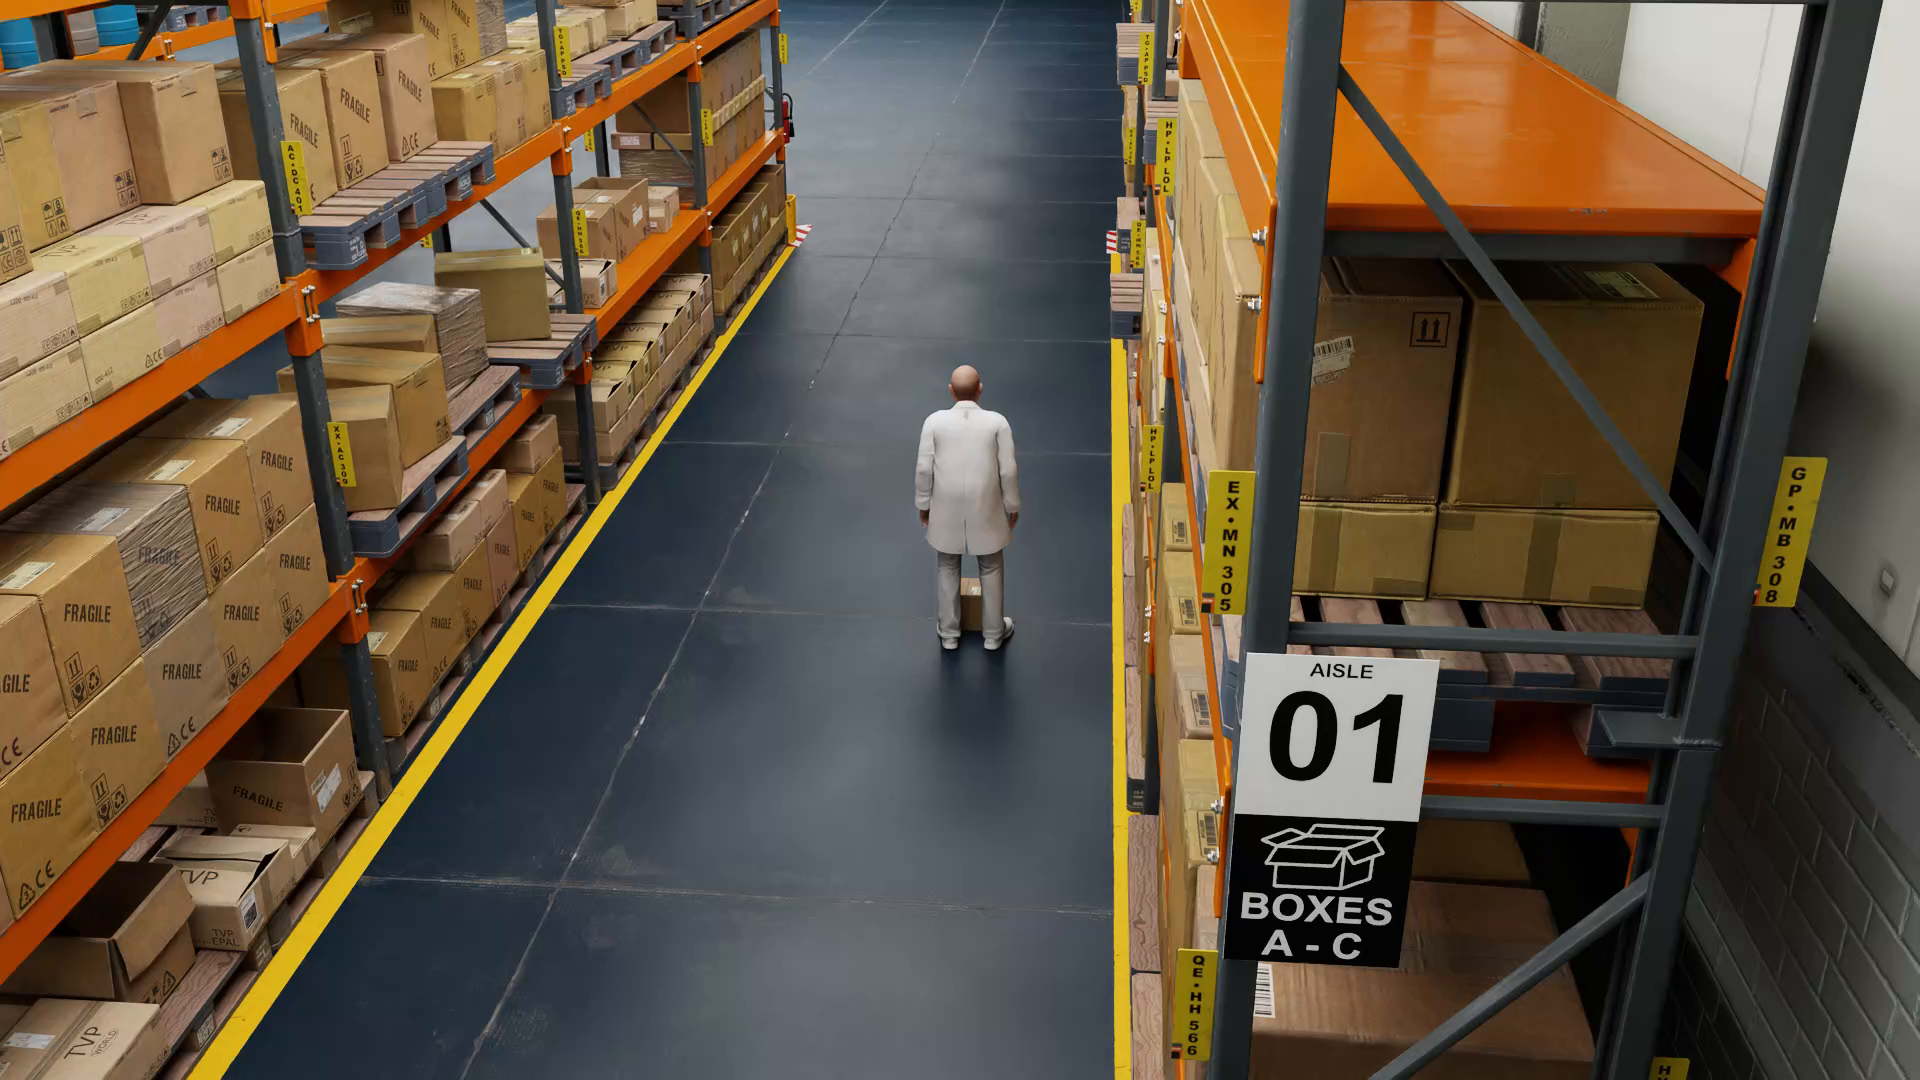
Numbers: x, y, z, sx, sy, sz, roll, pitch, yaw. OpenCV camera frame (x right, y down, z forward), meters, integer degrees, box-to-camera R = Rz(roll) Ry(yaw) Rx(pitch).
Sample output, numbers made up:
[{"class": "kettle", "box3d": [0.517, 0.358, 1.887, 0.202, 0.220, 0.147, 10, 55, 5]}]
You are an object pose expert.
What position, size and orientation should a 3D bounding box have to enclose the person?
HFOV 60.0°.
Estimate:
[{"class": "person", "box3d": [0.050, -0.187, 10.039, 0.643, 1.773, 0.427, 2, 24, 4]}]
